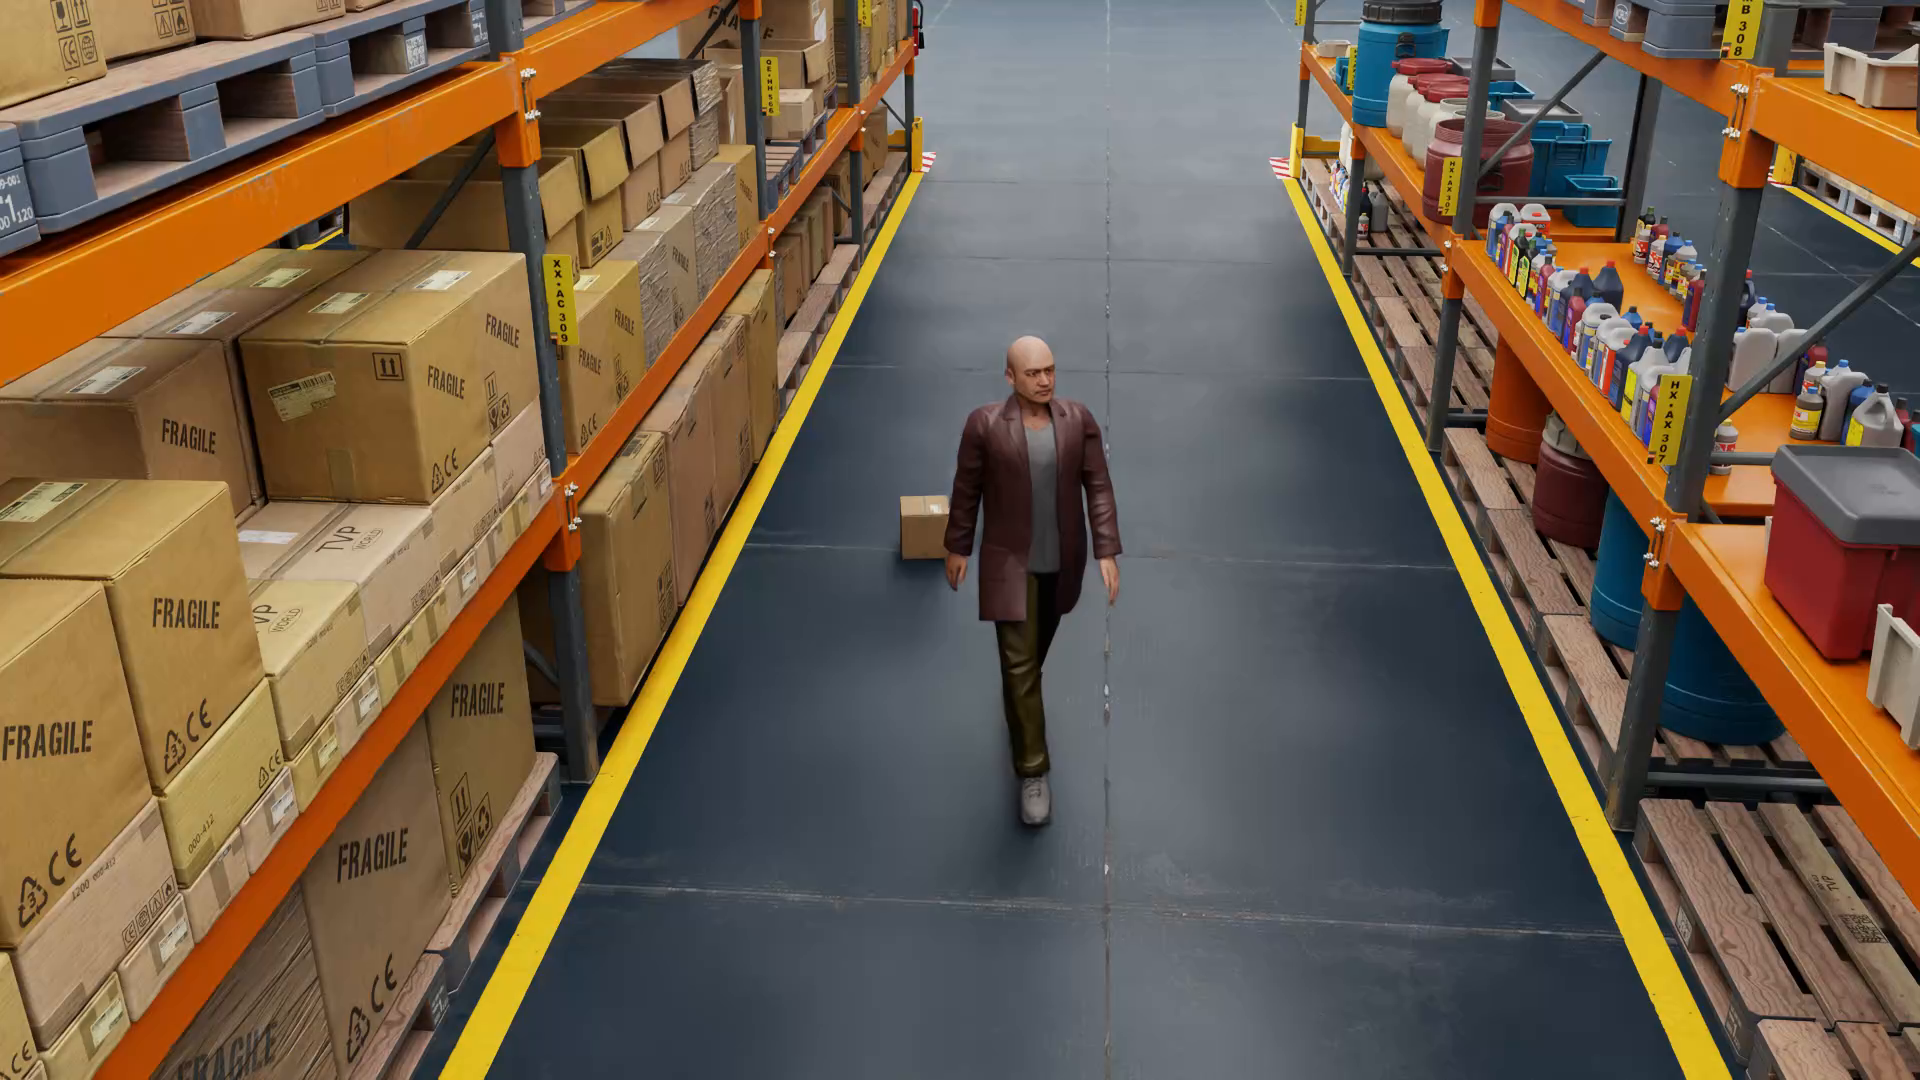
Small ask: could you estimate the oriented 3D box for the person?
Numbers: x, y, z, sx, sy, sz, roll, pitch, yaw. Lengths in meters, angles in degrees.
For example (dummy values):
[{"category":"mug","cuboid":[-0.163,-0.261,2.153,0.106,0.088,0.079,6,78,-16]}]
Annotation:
[{"category":"person","cuboid":[0.312,0.093,6.384,0.614,1.714,1.130,-8,25,-17]}]
